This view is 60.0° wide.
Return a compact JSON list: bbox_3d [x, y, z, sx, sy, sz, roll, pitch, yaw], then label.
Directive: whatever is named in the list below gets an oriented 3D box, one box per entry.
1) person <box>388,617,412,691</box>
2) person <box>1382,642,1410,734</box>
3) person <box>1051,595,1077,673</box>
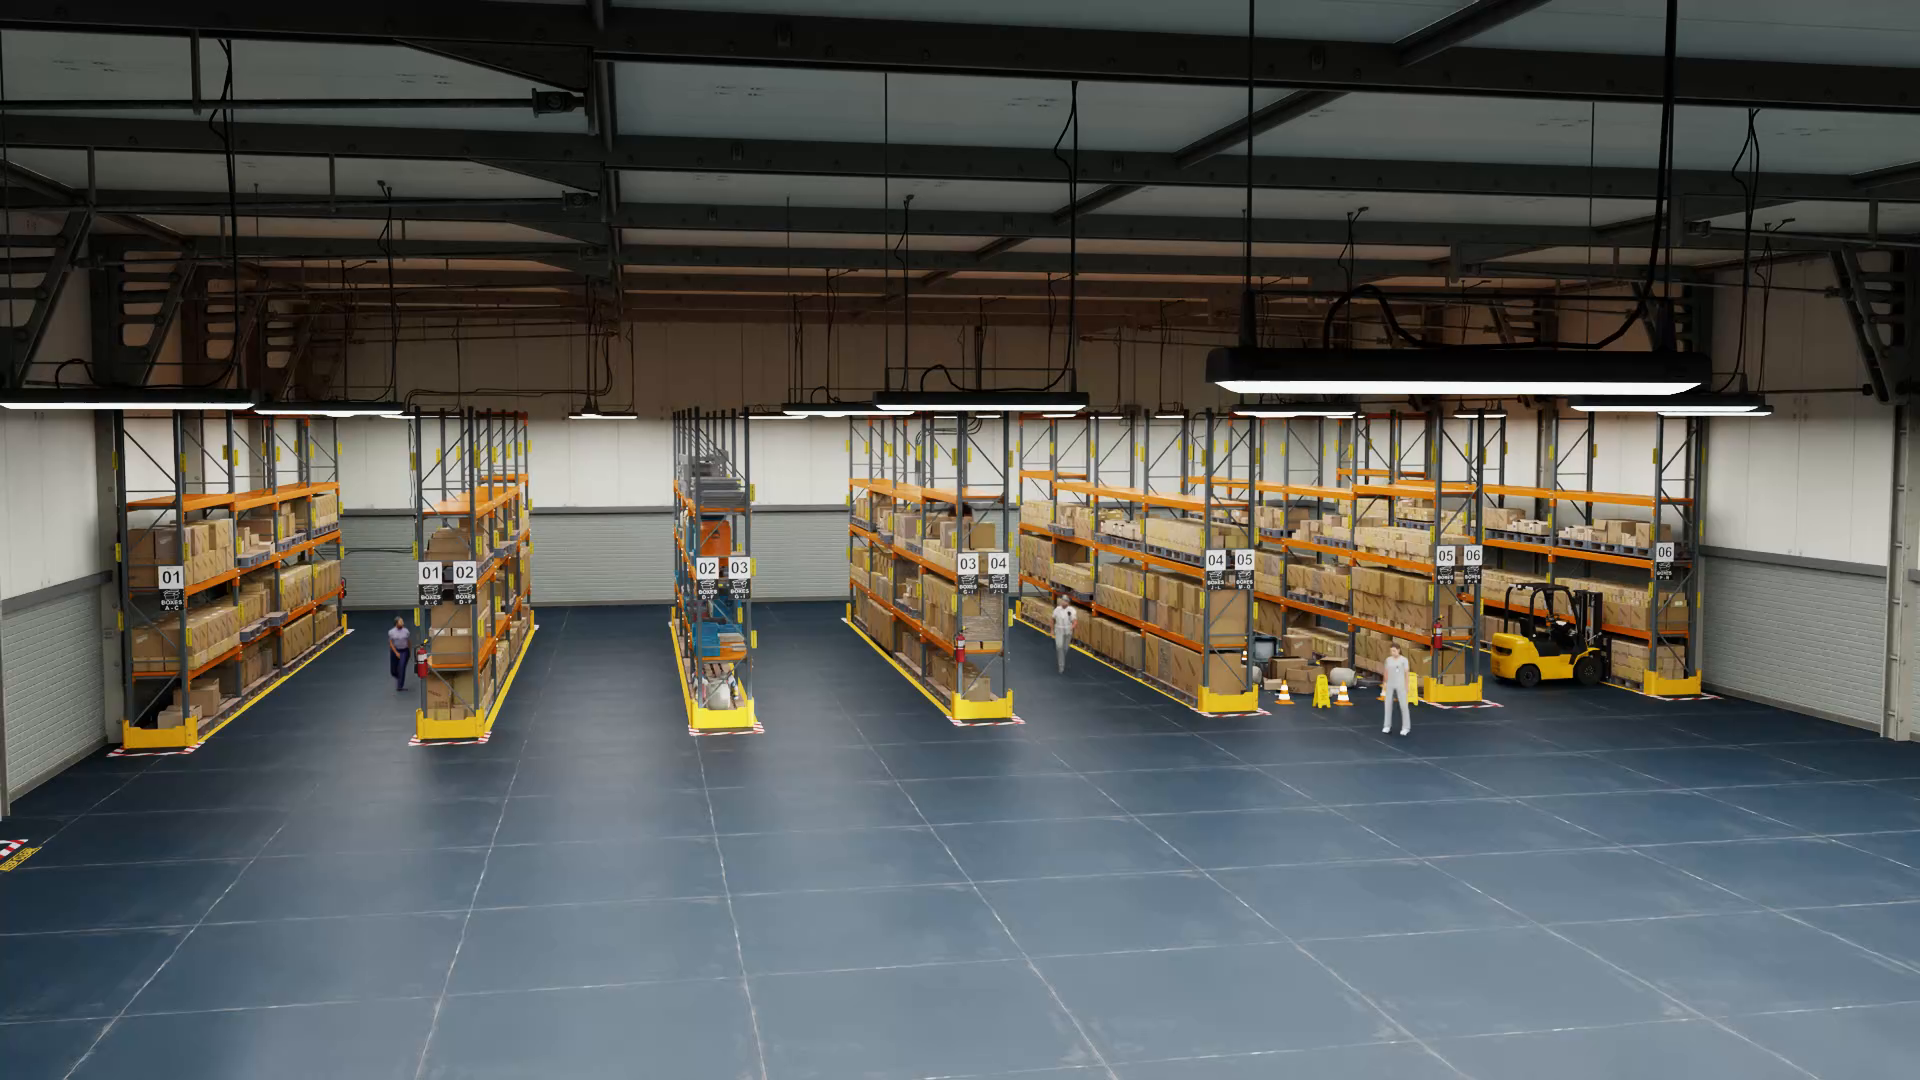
[{"bbox_3d":[-12.001,2.419,35.573,0.448,1.552,0.943,0,4,-5],"label":"person"},{"bbox_3d":[7.999,2.733,30.553,0.529,1.624,0.391,3,5,35],"label":"person"},{"bbox_3d":[2.419,2.142,38.348,0.560,1.773,0.985,-1,4,-8],"label":"person"}]
